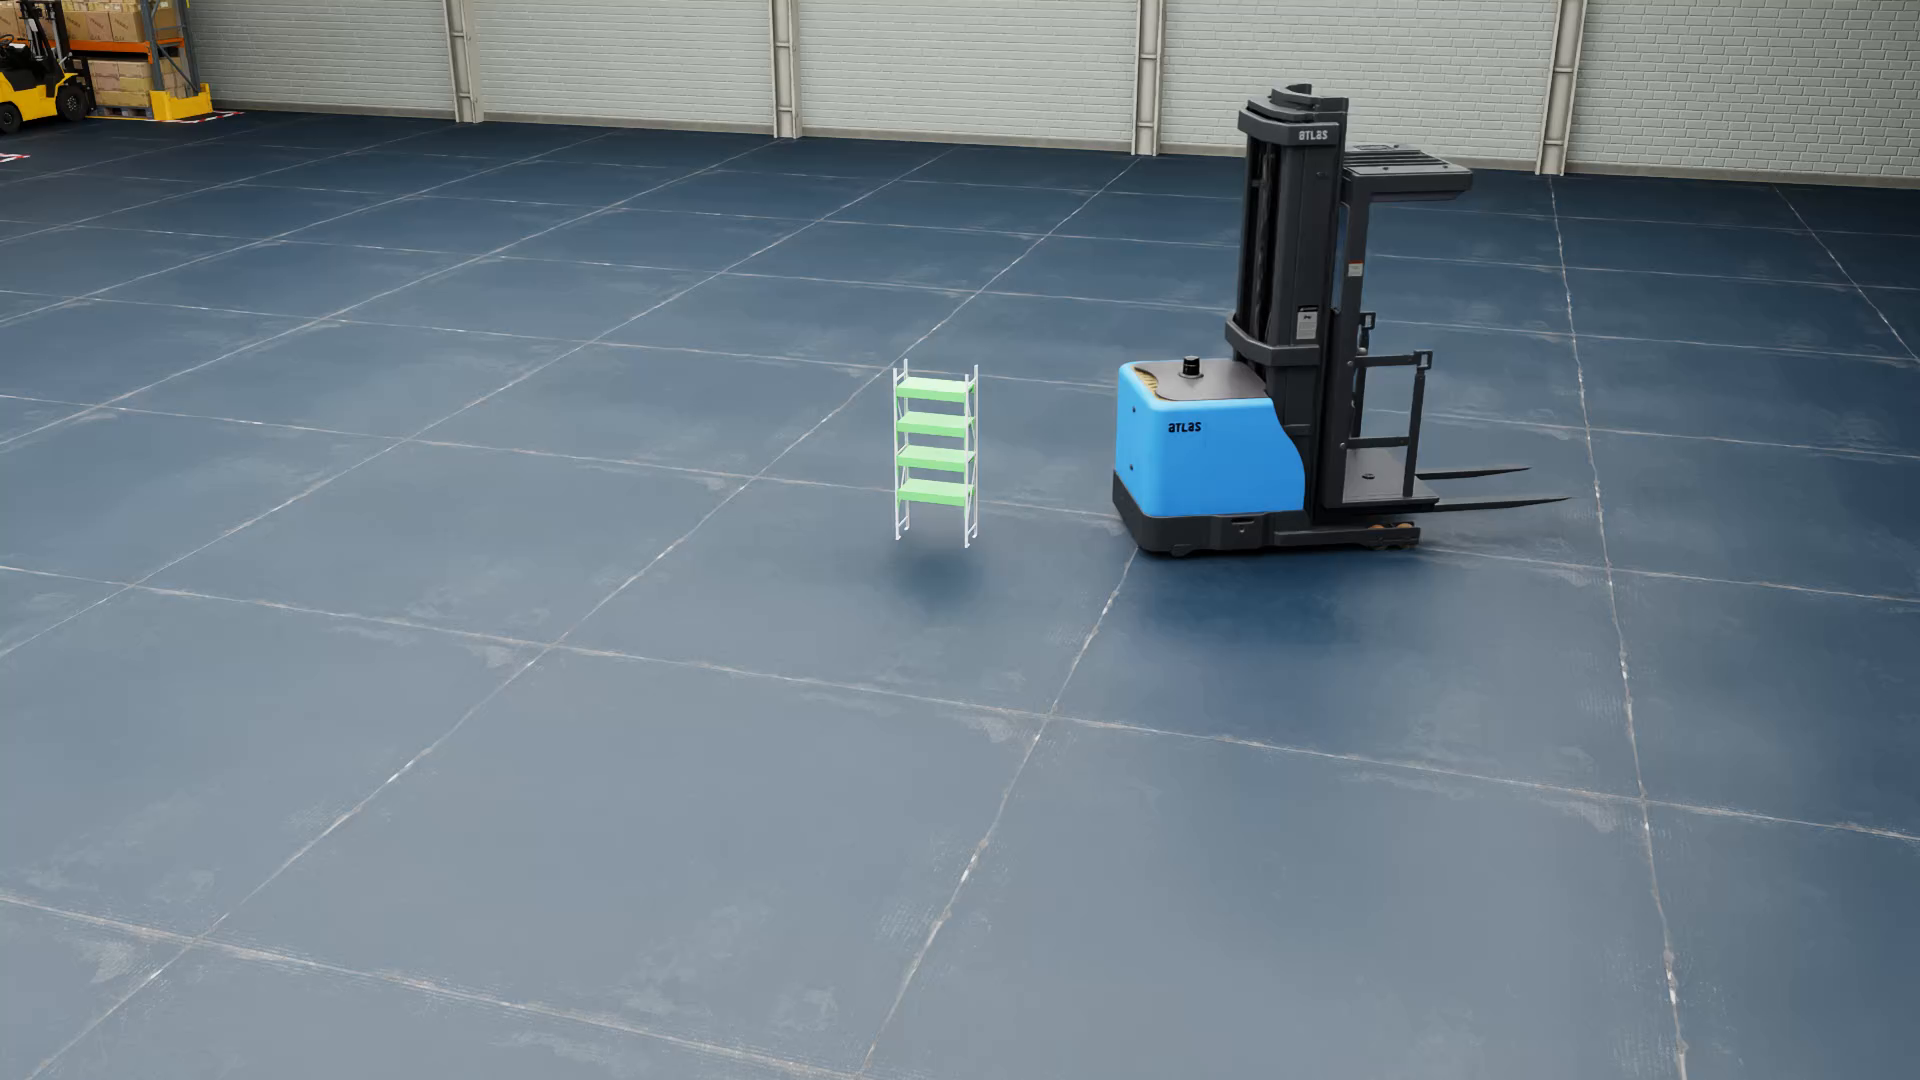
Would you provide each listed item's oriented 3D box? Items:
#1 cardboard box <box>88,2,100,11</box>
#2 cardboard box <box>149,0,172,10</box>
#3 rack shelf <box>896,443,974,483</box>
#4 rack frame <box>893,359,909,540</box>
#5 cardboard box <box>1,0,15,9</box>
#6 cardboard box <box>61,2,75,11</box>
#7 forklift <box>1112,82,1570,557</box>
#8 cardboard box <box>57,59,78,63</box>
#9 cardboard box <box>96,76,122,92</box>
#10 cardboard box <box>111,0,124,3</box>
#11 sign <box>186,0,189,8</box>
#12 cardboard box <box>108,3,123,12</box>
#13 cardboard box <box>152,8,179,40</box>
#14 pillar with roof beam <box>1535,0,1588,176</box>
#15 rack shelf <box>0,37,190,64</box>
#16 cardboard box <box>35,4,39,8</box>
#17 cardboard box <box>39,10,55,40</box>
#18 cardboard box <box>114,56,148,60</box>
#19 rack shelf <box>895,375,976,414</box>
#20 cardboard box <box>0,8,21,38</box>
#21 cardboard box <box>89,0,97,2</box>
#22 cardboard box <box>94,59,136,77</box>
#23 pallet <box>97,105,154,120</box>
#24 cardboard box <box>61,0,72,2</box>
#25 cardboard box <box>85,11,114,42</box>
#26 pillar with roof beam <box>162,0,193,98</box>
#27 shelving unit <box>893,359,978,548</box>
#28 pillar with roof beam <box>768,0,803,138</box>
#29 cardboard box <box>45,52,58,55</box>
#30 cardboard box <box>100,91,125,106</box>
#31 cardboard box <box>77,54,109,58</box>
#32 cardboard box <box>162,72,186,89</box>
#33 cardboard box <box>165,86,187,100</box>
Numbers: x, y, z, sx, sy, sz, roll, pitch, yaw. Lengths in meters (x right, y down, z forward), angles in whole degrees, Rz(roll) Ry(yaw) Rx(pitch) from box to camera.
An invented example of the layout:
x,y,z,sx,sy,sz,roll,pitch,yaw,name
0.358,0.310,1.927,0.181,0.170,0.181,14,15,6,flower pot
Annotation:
x,y,z,sx,sy,sz,roll,pitch,yaw,name
-15.060,-9.376,29.187,0.250,0.149,0.380,6,23,15,cardboard box
-14.179,-9.472,29.422,0.250,0.149,0.380,6,23,14,cardboard box
-0.158,-0.514,11.111,0.480,0.148,0.258,7,23,16,rack shelf
-0.392,-0.600,11.152,0.015,1.200,0.240,7,23,16,rack frame
-16.808,-9.548,29.607,0.250,0.149,0.380,7,23,17,cardboard box
-15.577,-9.408,29.267,0.250,0.149,0.380,7,23,16,cardboard box
2.634,-1.483,11.024,3.031,2.935,1.130,-3,22,-7,forklift
-15.919,-8.479,29.742,0.500,0.250,0.500,6,23,14,cardboard box
-14.962,-8.146,29.587,0.500,0.250,0.500,6,23,15,cardboard box
-14.578,-9.456,28.992,0.250,0.149,0.380,7,23,16,cardboard box
-13.763,-9.632,29.554,0.005,0.325,0.100,7,23,16,sign
-14.595,-9.294,28.988,0.250,0.149,0.380,7,23,16,cardboard box
-14.323,-9.195,29.603,0.500,0.500,0.500,7,23,17,cardboard box
7.398,-7.978,18.862,0.400,9.000,9.100,7,23,16,pillar with roof beam
-15.844,-8.880,29.914,4.000,0.370,1.077,7,23,16,rack shelf
-16.312,-9.497,29.484,0.250,0.149,0.380,6,23,14,cardboard box
-15.945,-9.166,29.531,0.500,0.500,0.500,7,23,16,cardboard box
-14.814,-8.553,29.922,0.500,0.250,0.500,7,23,16,cardboard box
-0.158,-0.958,10.929,0.480,0.148,0.258,7,23,16,rack shelf
-16.905,-9.284,29.819,0.500,0.500,0.500,7,23,16,cardboard box
-15.053,-9.529,29.170,0.250,0.149,0.380,7,23,16,cardboard box
-14.950,-8.370,29.474,0.500,0.250,0.500,7,23,16,cardboard box
-14.673,-7.772,29.940,1.213,0.211,1.003,7,23,16,pallet
-15.583,-9.544,29.206,0.250,0.149,0.380,7,23,17,cardboard box
-14.970,-9.059,29.270,0.500,0.500,0.500,7,23,17,cardboard box
-15.579,-10.609,25.276,0.400,9.000,9.100,7,23,16,pillar with roof beam
-0.158,-0.573,11.087,0.503,1.200,0.258,7,23,16,shelving unit
-4.090,-9.294,22.069,0.400,9.000,9.100,7,23,16,pillar with roof beam
-16.742,-8.783,30.482,0.500,0.250,0.500,6,23,15,cardboard box
-14.943,-7.911,29.672,0.500,0.250,0.500,7,23,15,cardboard box
-15.778,-8.671,30.208,0.500,0.250,0.500,6,23,14,cardboard box
-14.319,-8.274,29.900,0.500,0.250,0.500,7,23,16,cardboard box
-14.342,-8.041,29.990,0.500,0.250,0.500,7,23,16,cardboard box
